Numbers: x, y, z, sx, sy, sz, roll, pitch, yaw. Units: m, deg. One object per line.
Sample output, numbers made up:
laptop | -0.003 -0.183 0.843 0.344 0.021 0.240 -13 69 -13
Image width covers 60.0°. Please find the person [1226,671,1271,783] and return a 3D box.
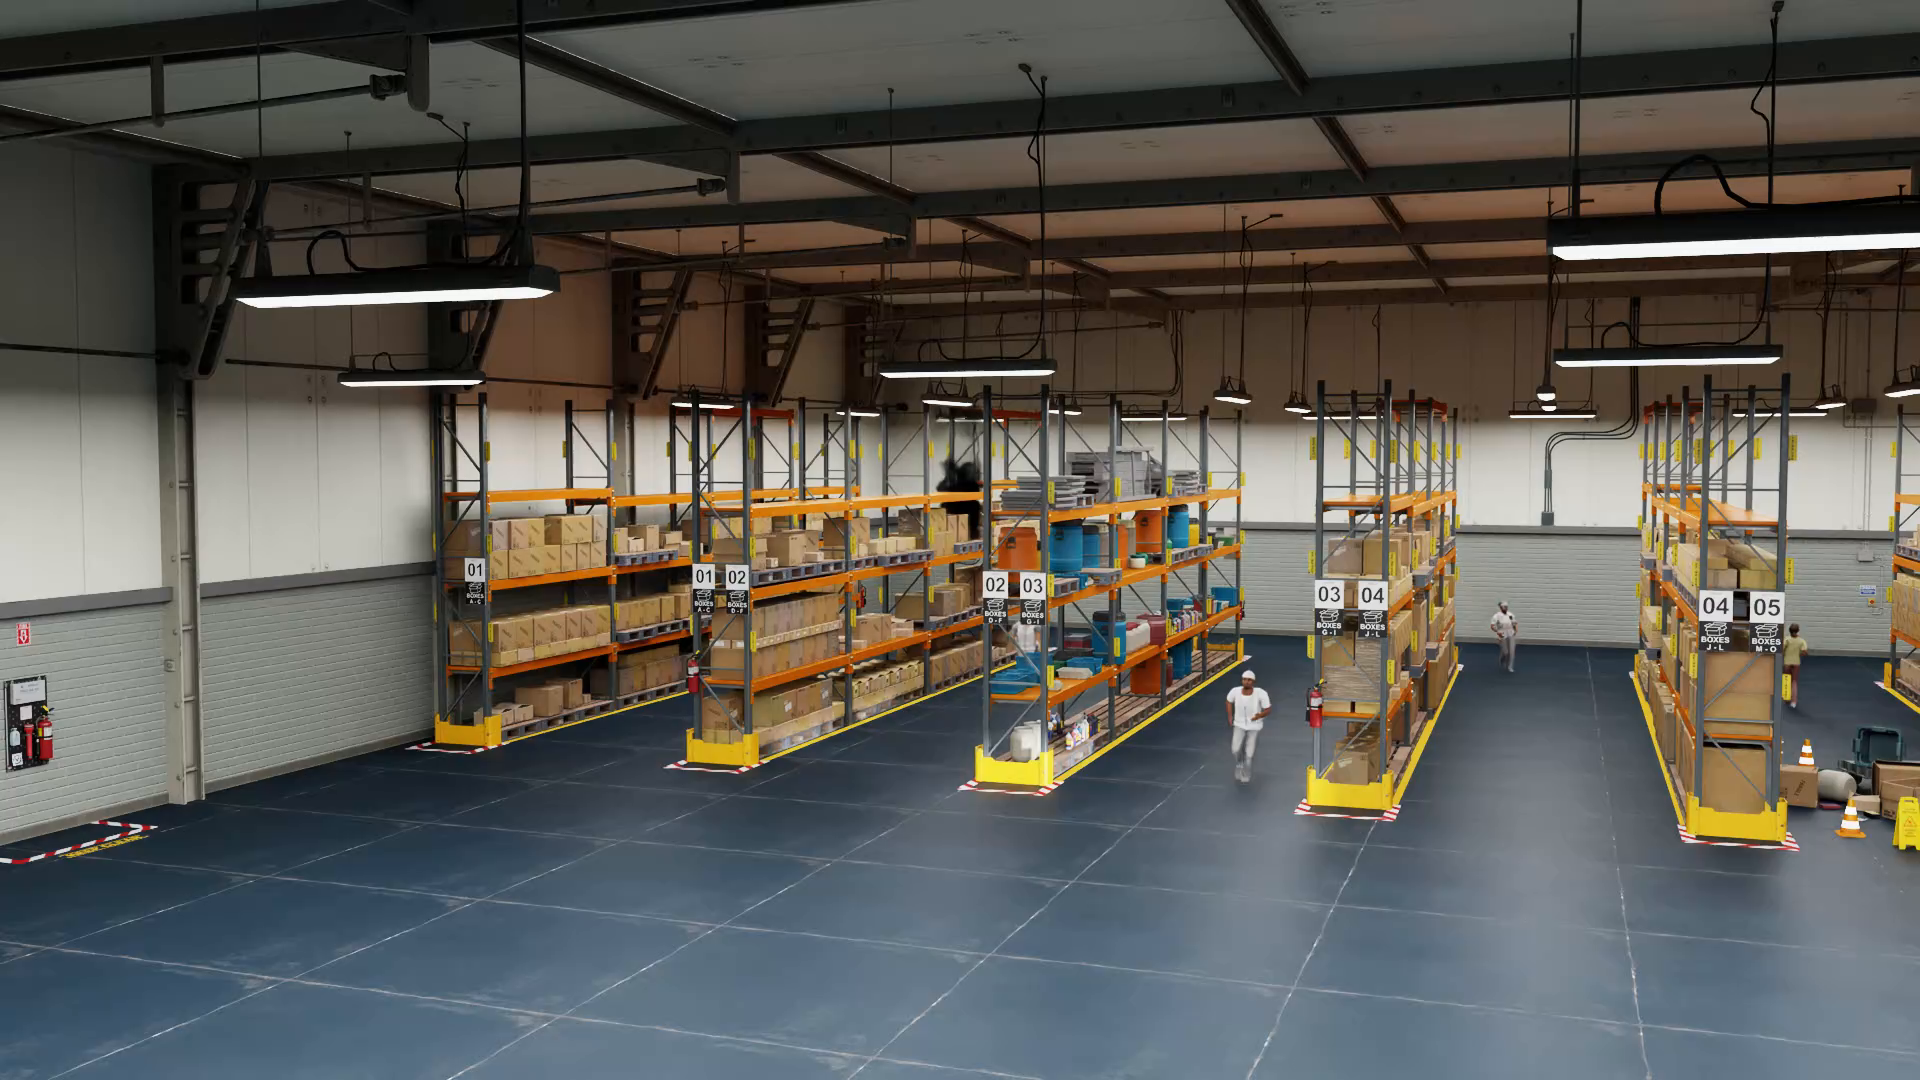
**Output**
person | 4.291 2.805 24.881 0.696 1.718 0.636 1 3 18

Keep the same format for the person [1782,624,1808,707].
person | 16.279 2.443 32.594 0.587 1.627 0.599 1 3 14

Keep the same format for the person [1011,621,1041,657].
person | 1.335 2.292 33.936 0.598 1.824 0.880 1 3 10

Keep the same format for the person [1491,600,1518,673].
person | 12.326 2.182 37.607 0.606 1.651 0.611 0 3 -3
